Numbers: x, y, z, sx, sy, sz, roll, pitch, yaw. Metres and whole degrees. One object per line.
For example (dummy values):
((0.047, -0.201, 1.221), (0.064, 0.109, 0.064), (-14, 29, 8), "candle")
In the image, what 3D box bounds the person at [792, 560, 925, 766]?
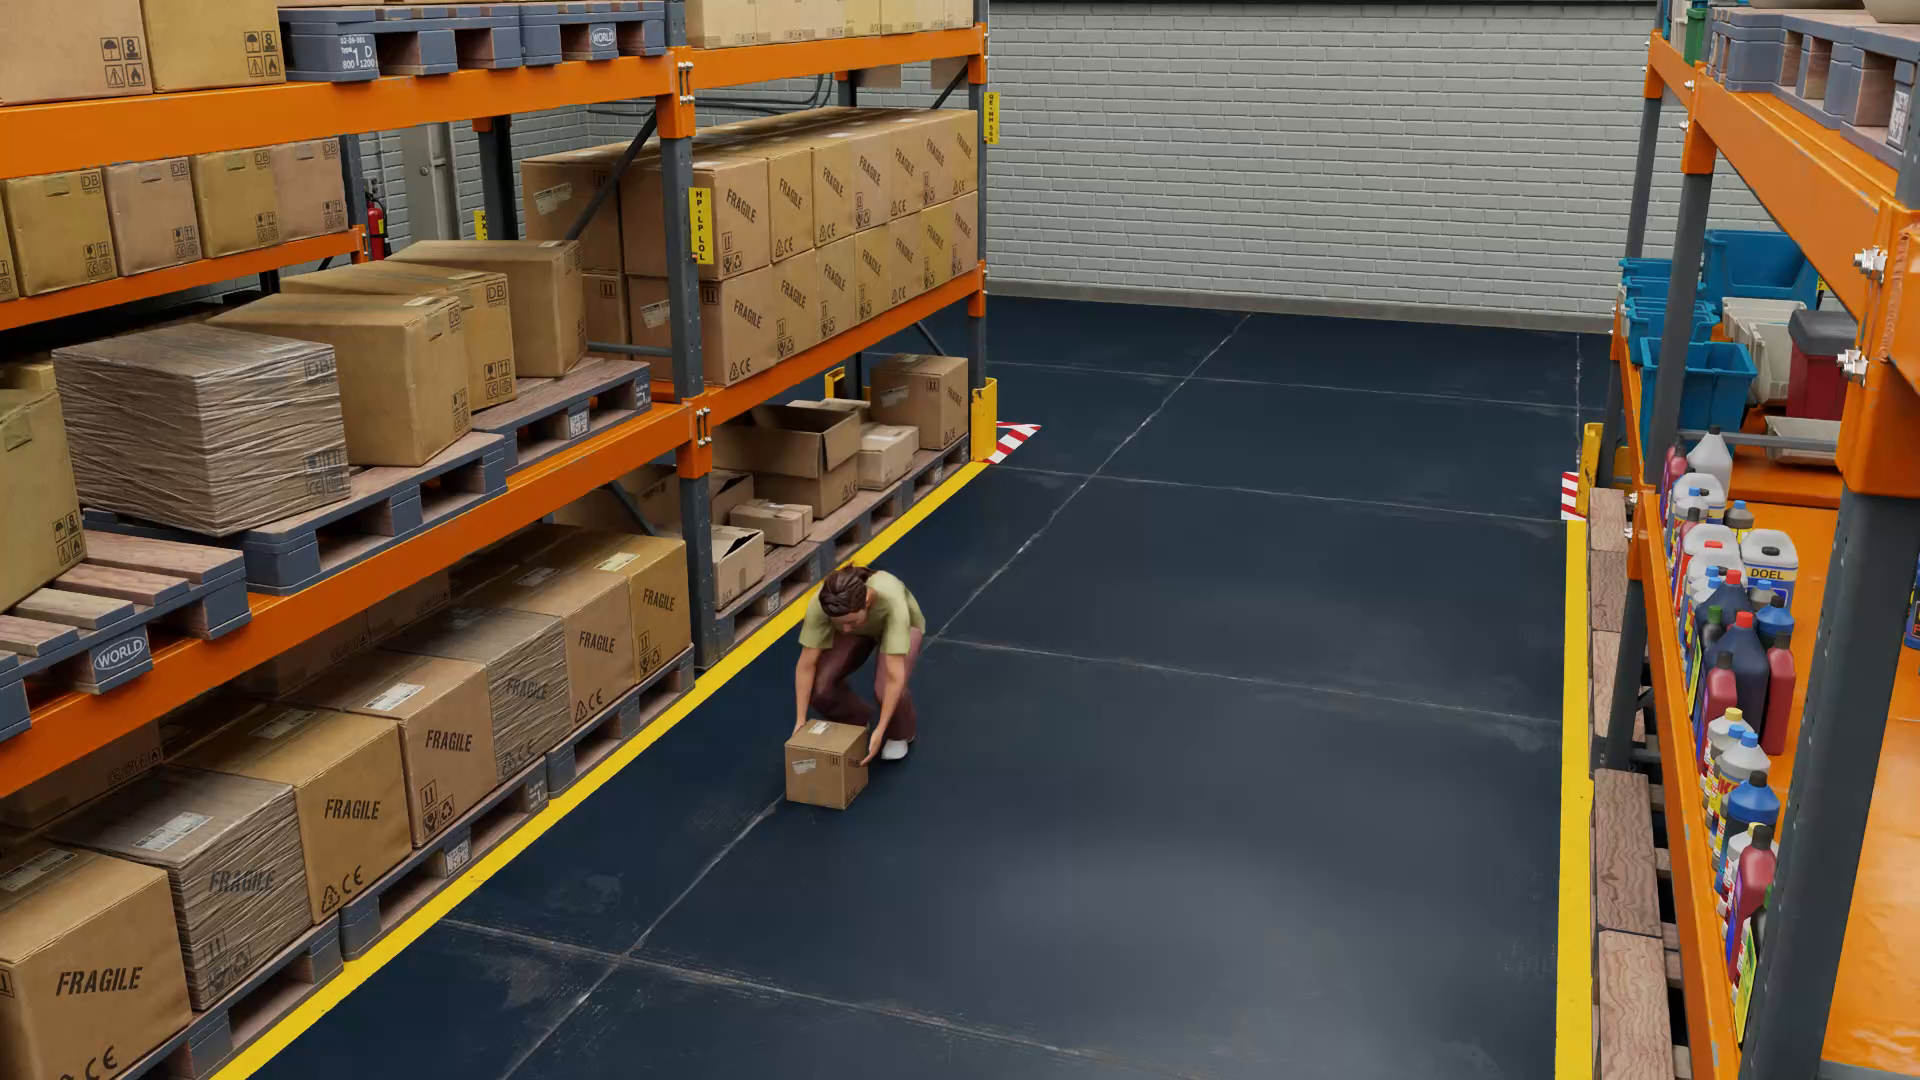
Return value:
((-0.383, 0.472, 6.841), (0.490, 0.929, 0.794), (7, 20, 19), "person")
